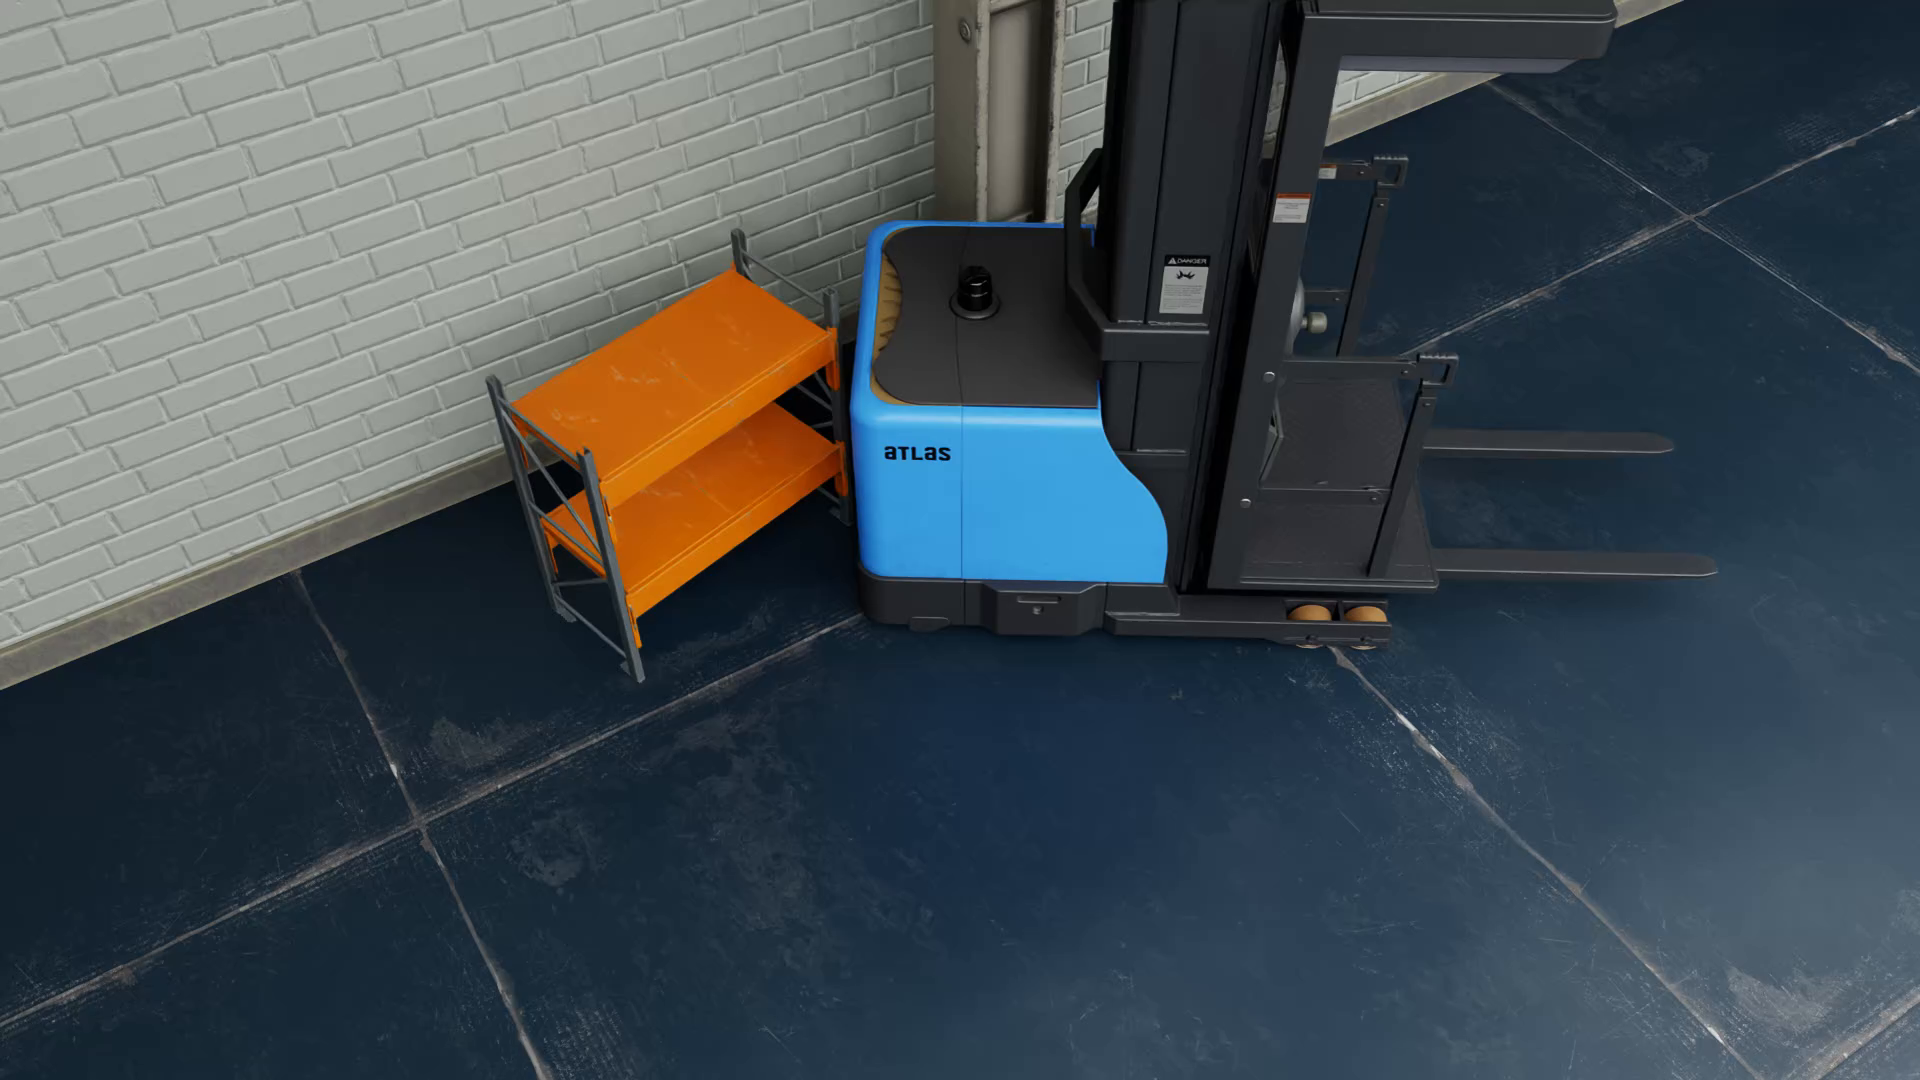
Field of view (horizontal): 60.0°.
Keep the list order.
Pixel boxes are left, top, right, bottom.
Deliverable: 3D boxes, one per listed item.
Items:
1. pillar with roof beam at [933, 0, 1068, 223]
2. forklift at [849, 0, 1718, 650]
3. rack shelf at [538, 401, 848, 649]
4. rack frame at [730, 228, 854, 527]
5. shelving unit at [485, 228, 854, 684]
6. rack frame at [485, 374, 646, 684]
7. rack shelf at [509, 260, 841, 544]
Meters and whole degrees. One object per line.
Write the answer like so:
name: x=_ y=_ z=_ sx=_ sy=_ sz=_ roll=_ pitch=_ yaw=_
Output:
pillar with roof beam: x=2.443 y=-1.290 z=1.373 sx=0.400 sy=9.000 sz=9.100 roll=-25 pitch=53 yaw=-21
forklift: x=1.164 y=-0.992 z=5.171 sx=3.031 sy=2.935 sz=1.130 roll=1 pitch=48 yaw=1
rack shelf: x=-0.943 y=-0.122 z=5.933 sx=0.538 sy=0.278 sz=1.000 roll=35 pitch=57 yaw=27
rack frame: x=-0.593 y=-0.560 z=5.996 sx=0.500 sy=1.125 sz=0.032 roll=35 pitch=57 yaw=27
shelving unit: x=-0.943 y=-0.284 z=5.750 sx=0.538 sy=1.125 sz=1.048 roll=35 pitch=57 yaw=27
rack frame: x=-1.292 y=-0.009 z=5.504 sx=0.500 sy=1.125 sz=0.032 roll=35 pitch=57 yaw=27
rack shelf: x=-0.943 y=-0.479 z=5.531 sx=0.538 sy=0.278 sz=1.000 roll=35 pitch=57 yaw=27
